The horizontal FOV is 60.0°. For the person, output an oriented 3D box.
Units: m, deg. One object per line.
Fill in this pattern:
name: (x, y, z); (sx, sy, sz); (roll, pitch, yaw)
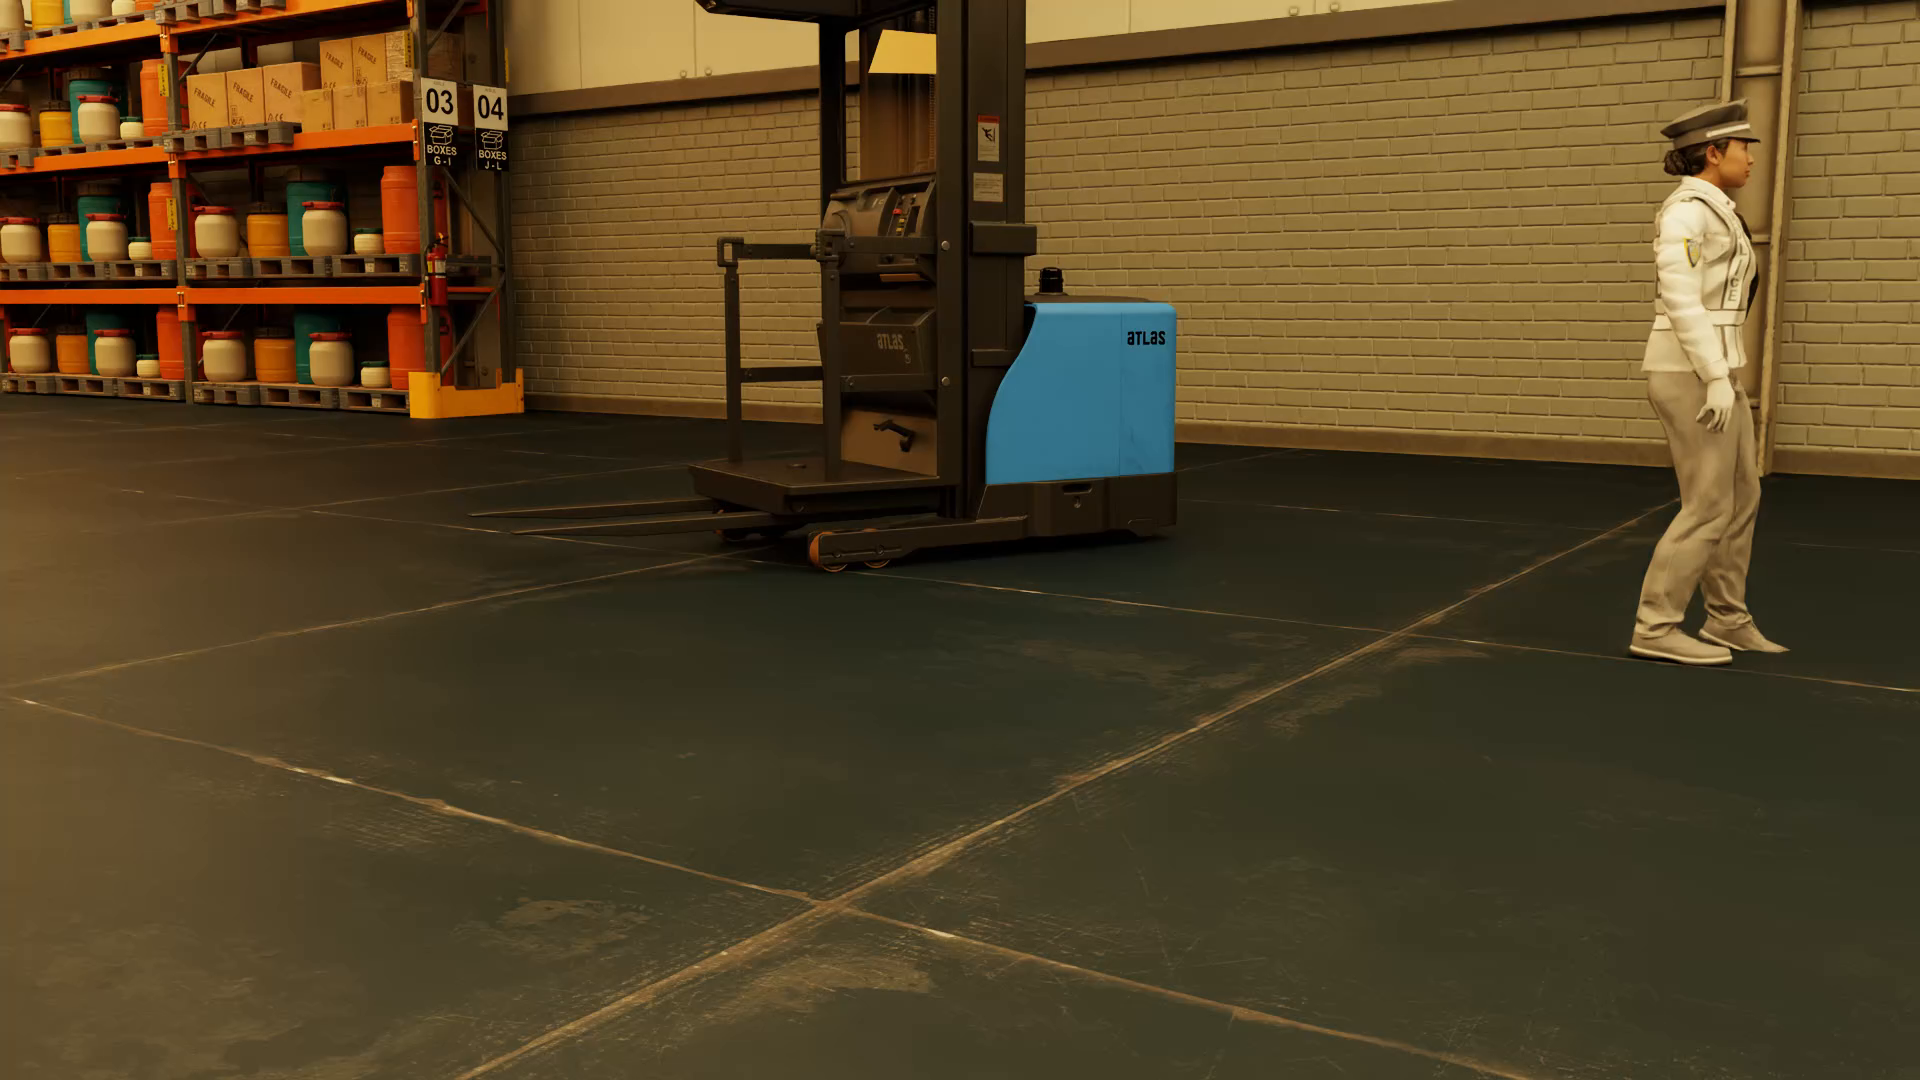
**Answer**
person: (2.294, -0.434, 4.988); (0.468, 1.691, 0.539); (4, 9, 27)

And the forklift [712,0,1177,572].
forklift: (-0.068, -1.414, 7.362); (1.939, 2.867, 1.129); (-5, 9, -31)
